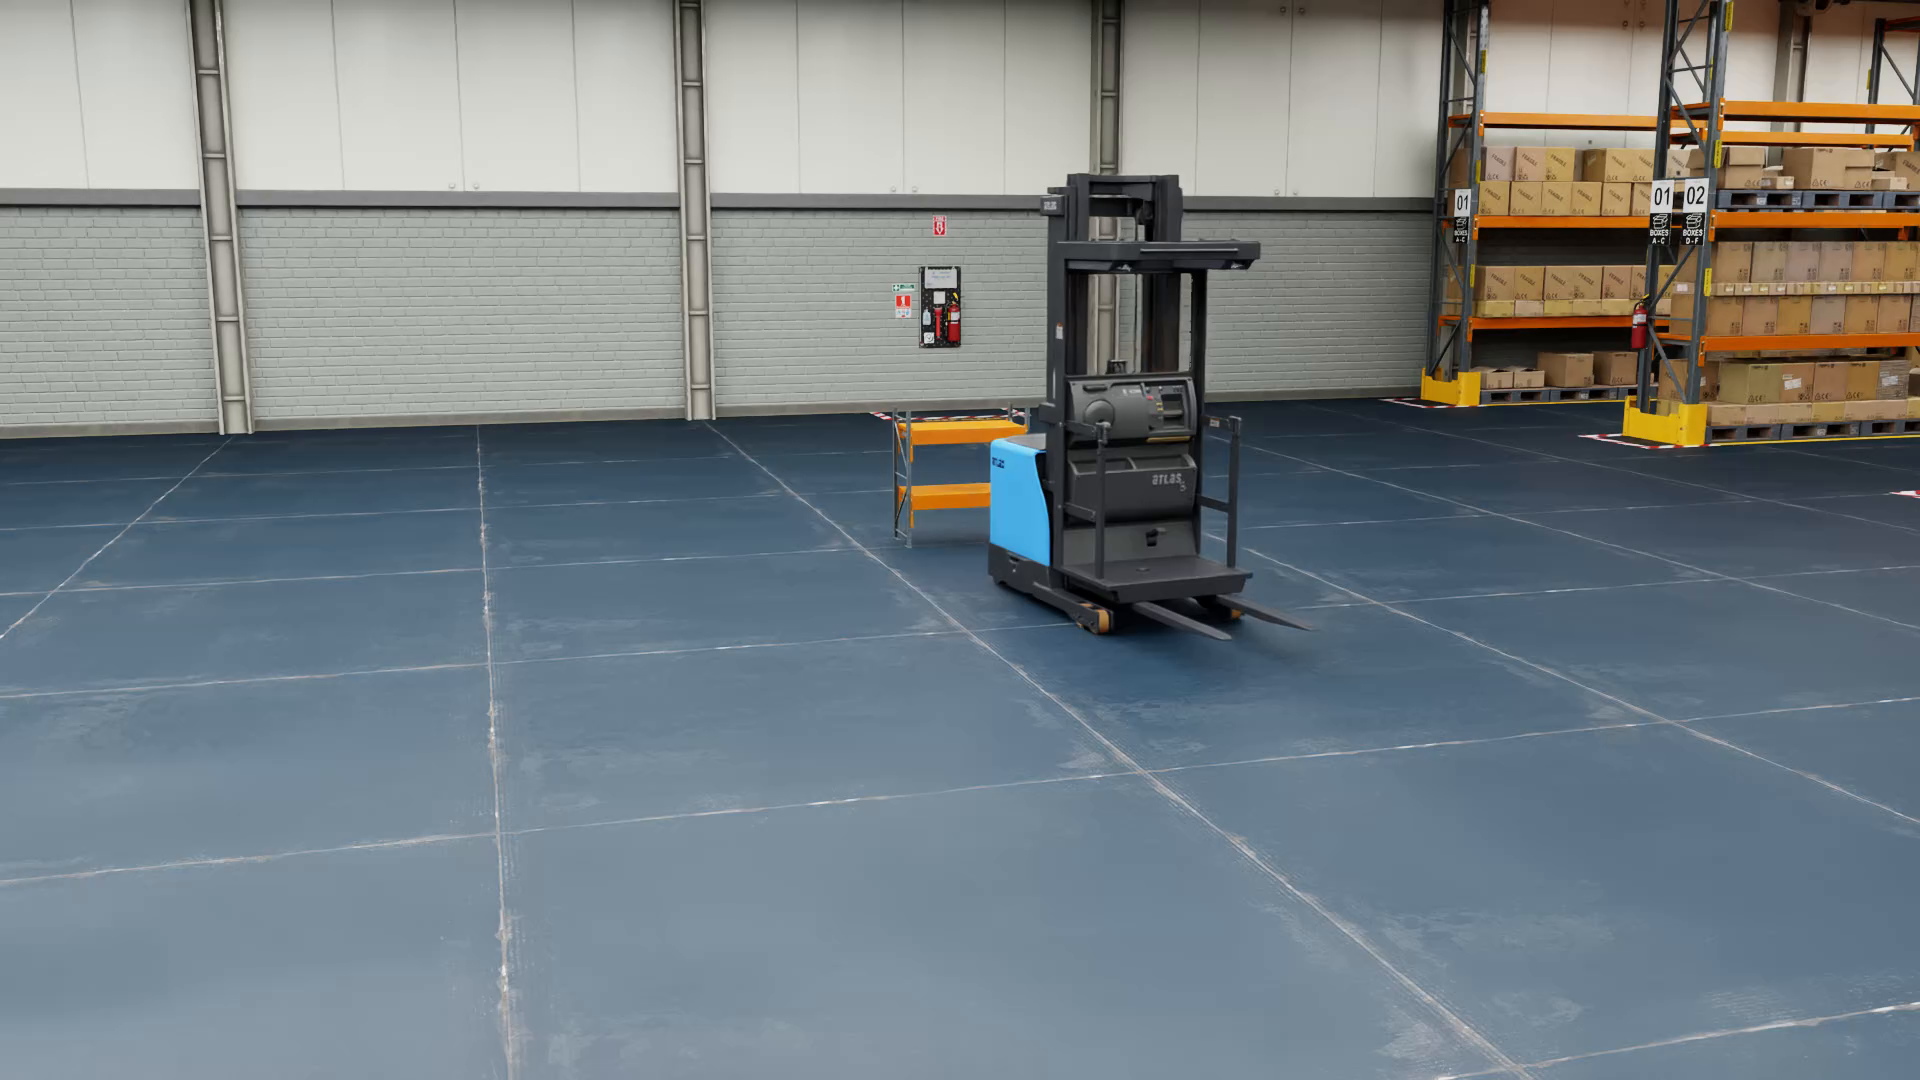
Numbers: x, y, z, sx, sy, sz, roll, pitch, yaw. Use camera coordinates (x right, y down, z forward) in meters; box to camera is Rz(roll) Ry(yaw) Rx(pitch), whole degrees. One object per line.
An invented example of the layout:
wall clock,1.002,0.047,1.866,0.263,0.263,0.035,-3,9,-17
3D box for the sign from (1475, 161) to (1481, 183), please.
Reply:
sign,7.609,-5.407,24.431,0.005,0.325,0.100,-3,11,-16

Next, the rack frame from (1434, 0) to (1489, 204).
rack frame,7.457,-6.546,24.751,0.127,3.000,1.000,-3,11,-16

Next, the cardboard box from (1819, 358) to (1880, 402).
cardboard box,11.339,-2.050,21.259,0.500,0.500,0.500,-3,11,-16

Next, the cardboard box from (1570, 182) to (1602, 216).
cardboard box,9.380,-5.182,25.296,0.500,0.500,0.500,-2,11,-12

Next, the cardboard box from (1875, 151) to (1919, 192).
cardboard box,12.128,-4.757,21.497,0.500,0.500,0.500,-2,11,-11

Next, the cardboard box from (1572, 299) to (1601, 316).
cardboard box,9.486,-3.580,25.568,0.500,0.250,0.500,-3,11,-15

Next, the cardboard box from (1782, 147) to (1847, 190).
cardboard box,10.516,-4.571,20.485,0.500,0.500,0.500,-3,11,-16

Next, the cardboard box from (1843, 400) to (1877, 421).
cardboard box,11.343,-1.679,21.315,0.500,0.250,0.500,-3,11,-16

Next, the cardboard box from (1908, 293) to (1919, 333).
cardboard box,12.262,-2.963,21.580,0.500,0.500,0.700,-3,11,-17

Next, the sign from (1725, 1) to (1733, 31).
sign,8.994,-6.126,19.450,0.005,0.325,0.100,-3,11,-16

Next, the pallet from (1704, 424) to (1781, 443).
pallet,9.568,-1.410,21.120,1.213,0.211,1.003,-3,11,-16

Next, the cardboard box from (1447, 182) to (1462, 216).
cardboard box,7.787,-5.195,25.366,0.500,0.500,0.500,-2,11,-12

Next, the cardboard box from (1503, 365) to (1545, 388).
cardboard box,8.694,-2.538,25.760,0.500,0.311,0.500,-2,11,-11

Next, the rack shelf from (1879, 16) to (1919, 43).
rack shelf,17.059,-8.333,27.264,4.000,0.370,1.077,-3,11,-16

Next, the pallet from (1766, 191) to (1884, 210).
pallet,10.705,-4.260,20.863,1.213,0.211,1.003,-3,11,-16

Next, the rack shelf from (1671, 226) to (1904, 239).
rack shelf,13.218,-5.021,26.737,4.000,0.370,1.077,-3,11,-16

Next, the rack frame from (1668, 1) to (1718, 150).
rack frame,11.298,-6.749,25.851,0.127,3.000,1.000,-3,11,-16

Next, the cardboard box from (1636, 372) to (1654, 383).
cardboard box,10.792,-2.589,26.435,0.250,0.166,0.380,-5,11,-23

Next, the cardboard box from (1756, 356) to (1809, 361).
cardboard box,10.713,-2.115,21.614,0.500,0.500,0.500,-3,11,-16

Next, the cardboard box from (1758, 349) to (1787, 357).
cardboard box,12.983,-2.879,27.090,0.500,0.500,0.700,-3,11,-15

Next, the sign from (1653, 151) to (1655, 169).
sign,8.707,-4.702,20.789,0.005,0.325,0.100,-3,11,-16

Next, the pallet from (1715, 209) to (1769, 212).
pallet,11.920,-5.194,26.209,1.003,0.211,1.213,-3,11,-16

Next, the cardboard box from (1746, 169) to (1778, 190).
cardboard box,9.877,-4.516,20.875,0.500,0.250,0.500,-3,11,-16

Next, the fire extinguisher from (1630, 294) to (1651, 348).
fire extinguisher,8.602,-2.772,21.031,0.183,0.674,0.296,-3,11,-16

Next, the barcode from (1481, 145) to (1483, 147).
barcode,7.999,-6.030,25.536,0.075,0.075,0.001,-3,11,-16

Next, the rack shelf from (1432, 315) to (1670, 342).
rack shelf,9.377,-3.343,25.909,4.000,0.370,1.077,-3,11,-16

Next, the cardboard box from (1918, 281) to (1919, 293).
cardboard box,12.247,-3.242,21.306,0.250,0.149,0.380,-3,11,-17

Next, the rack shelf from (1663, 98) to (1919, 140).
rack shelf,10.766,-5.236,20.726,4.000,0.370,1.077,-3,11,-16

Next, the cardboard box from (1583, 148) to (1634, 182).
cardboard box,9.871,-5.694,25.313,0.500,0.500,0.500,-3,11,-18

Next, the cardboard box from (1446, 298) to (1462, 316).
cardboard box,7.852,-3.589,25.618,0.500,0.250,0.500,-3,11,-15

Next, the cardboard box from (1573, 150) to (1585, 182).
cardboard box,9.283,-5.764,25.693,0.500,0.500,0.500,-3,11,-16

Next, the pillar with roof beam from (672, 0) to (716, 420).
pillar with roof beam,-2.431,-5.376,18.397,0.400,9.000,9.100,-3,11,-16

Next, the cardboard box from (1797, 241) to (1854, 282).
cardboard box,10.816,-3.525,21.049,0.500,0.500,0.700,-3,11,-16

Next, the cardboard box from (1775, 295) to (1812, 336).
cardboard box,10.278,-2.857,21.005,0.500,0.500,0.700,-3,11,-16

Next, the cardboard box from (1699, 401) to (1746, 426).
cardboard box,9.422,-1.578,20.766,0.500,0.250,0.500,-3,11,-16

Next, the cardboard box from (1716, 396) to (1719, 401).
cardboard box,9.754,-1.695,21.404,0.500,0.250,0.500,-3,11,-16

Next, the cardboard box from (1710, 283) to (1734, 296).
cardboard box,9.282,-3.086,20.455,0.250,0.149,0.380,-3,11,-16

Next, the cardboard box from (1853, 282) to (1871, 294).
cardboard box,11.265,-3.191,21.025,0.250,0.149,0.380,-3,11,-14

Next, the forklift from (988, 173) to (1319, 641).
forklift,1.248,-0.918,10.940,1.130,2.935,3.031,-4,11,-23

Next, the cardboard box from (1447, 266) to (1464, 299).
cardboard box,7.850,-3.962,25.569,0.500,0.500,0.500,-3,11,-17

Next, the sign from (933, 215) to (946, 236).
sign,-0.292,-4.517,23.893,0.199,0.298,0.001,-3,11,-16

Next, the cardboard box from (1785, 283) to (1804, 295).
cardboard box,10.273,-3.138,20.740,0.250,0.149,0.380,-3,11,-18

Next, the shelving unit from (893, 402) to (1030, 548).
shelving unit,0.006,-0.554,13.947,1.048,1.125,0.538,-3,11,-16

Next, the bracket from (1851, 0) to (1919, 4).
bracket,16.620,-8.896,27.571,4.783,0.066,0.076,-3,11,-16

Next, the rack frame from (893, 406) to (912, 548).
rack frame,-0.482,-0.528,13.807,0.032,1.125,0.500,-3,11,-16

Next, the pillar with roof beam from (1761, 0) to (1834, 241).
pillar with roof beam,14.852,-6.287,23.345,0.548,9.000,9.100,-3,11,-16

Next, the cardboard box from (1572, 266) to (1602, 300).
cardboard box,9.467,-3.949,25.501,0.500,0.500,0.500,-3,11,-14
